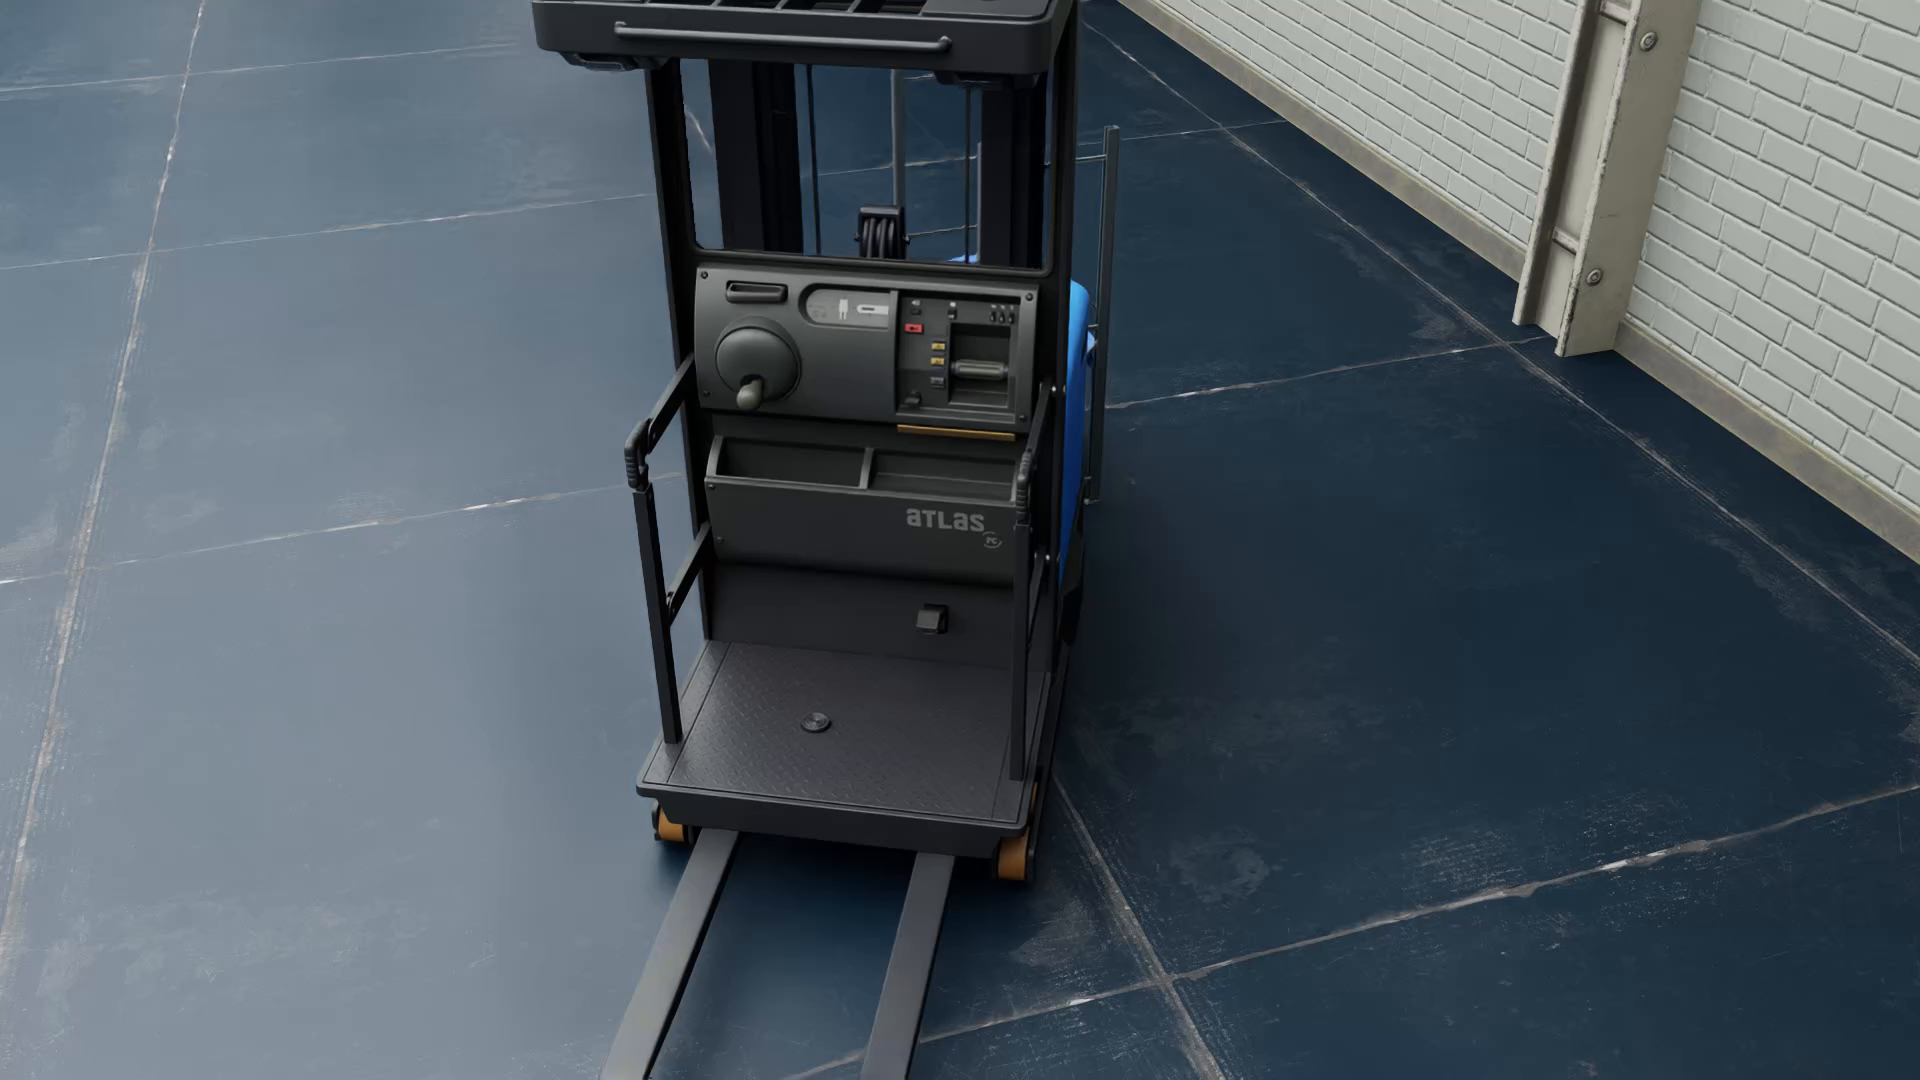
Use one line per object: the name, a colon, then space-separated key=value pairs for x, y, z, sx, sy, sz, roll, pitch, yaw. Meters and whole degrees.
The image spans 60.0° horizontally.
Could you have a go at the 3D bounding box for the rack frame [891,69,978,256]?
rack frame: x=-0.023 y=-1.267 z=6.807 sx=0.500 sy=1.500 sz=0.032 roll=-11 pitch=35 yaw=-15

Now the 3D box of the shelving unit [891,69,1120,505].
shelving unit: x=0.139 y=-1.002 z=6.405 sx=0.538 sy=1.500 sz=1.048 roll=-11 pitch=35 yaw=-15

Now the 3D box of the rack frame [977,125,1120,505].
rack frame: x=0.301 y=-0.736 z=6.003 sx=0.500 sy=1.500 sz=0.032 roll=-11 pitch=35 yaw=-15

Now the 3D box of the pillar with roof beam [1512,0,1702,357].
pillar with roof beam: x=-1.303 y=-3.984 z=4.116 sx=9.100 sy=9.000 sz=0.400 roll=-10 pitch=35 yaw=-15

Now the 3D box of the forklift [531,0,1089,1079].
forklift: x=-0.289 y=-0.459 z=4.287 sx=1.130 sy=2.935 sz=3.031 roll=5 pitch=34 yaw=8

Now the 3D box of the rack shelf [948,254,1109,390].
rack shelf: x=0.139 y=-0.851 z=6.504 sx=0.538 sy=0.185 sz=1.000 roll=-11 pitch=35 yaw=-15
